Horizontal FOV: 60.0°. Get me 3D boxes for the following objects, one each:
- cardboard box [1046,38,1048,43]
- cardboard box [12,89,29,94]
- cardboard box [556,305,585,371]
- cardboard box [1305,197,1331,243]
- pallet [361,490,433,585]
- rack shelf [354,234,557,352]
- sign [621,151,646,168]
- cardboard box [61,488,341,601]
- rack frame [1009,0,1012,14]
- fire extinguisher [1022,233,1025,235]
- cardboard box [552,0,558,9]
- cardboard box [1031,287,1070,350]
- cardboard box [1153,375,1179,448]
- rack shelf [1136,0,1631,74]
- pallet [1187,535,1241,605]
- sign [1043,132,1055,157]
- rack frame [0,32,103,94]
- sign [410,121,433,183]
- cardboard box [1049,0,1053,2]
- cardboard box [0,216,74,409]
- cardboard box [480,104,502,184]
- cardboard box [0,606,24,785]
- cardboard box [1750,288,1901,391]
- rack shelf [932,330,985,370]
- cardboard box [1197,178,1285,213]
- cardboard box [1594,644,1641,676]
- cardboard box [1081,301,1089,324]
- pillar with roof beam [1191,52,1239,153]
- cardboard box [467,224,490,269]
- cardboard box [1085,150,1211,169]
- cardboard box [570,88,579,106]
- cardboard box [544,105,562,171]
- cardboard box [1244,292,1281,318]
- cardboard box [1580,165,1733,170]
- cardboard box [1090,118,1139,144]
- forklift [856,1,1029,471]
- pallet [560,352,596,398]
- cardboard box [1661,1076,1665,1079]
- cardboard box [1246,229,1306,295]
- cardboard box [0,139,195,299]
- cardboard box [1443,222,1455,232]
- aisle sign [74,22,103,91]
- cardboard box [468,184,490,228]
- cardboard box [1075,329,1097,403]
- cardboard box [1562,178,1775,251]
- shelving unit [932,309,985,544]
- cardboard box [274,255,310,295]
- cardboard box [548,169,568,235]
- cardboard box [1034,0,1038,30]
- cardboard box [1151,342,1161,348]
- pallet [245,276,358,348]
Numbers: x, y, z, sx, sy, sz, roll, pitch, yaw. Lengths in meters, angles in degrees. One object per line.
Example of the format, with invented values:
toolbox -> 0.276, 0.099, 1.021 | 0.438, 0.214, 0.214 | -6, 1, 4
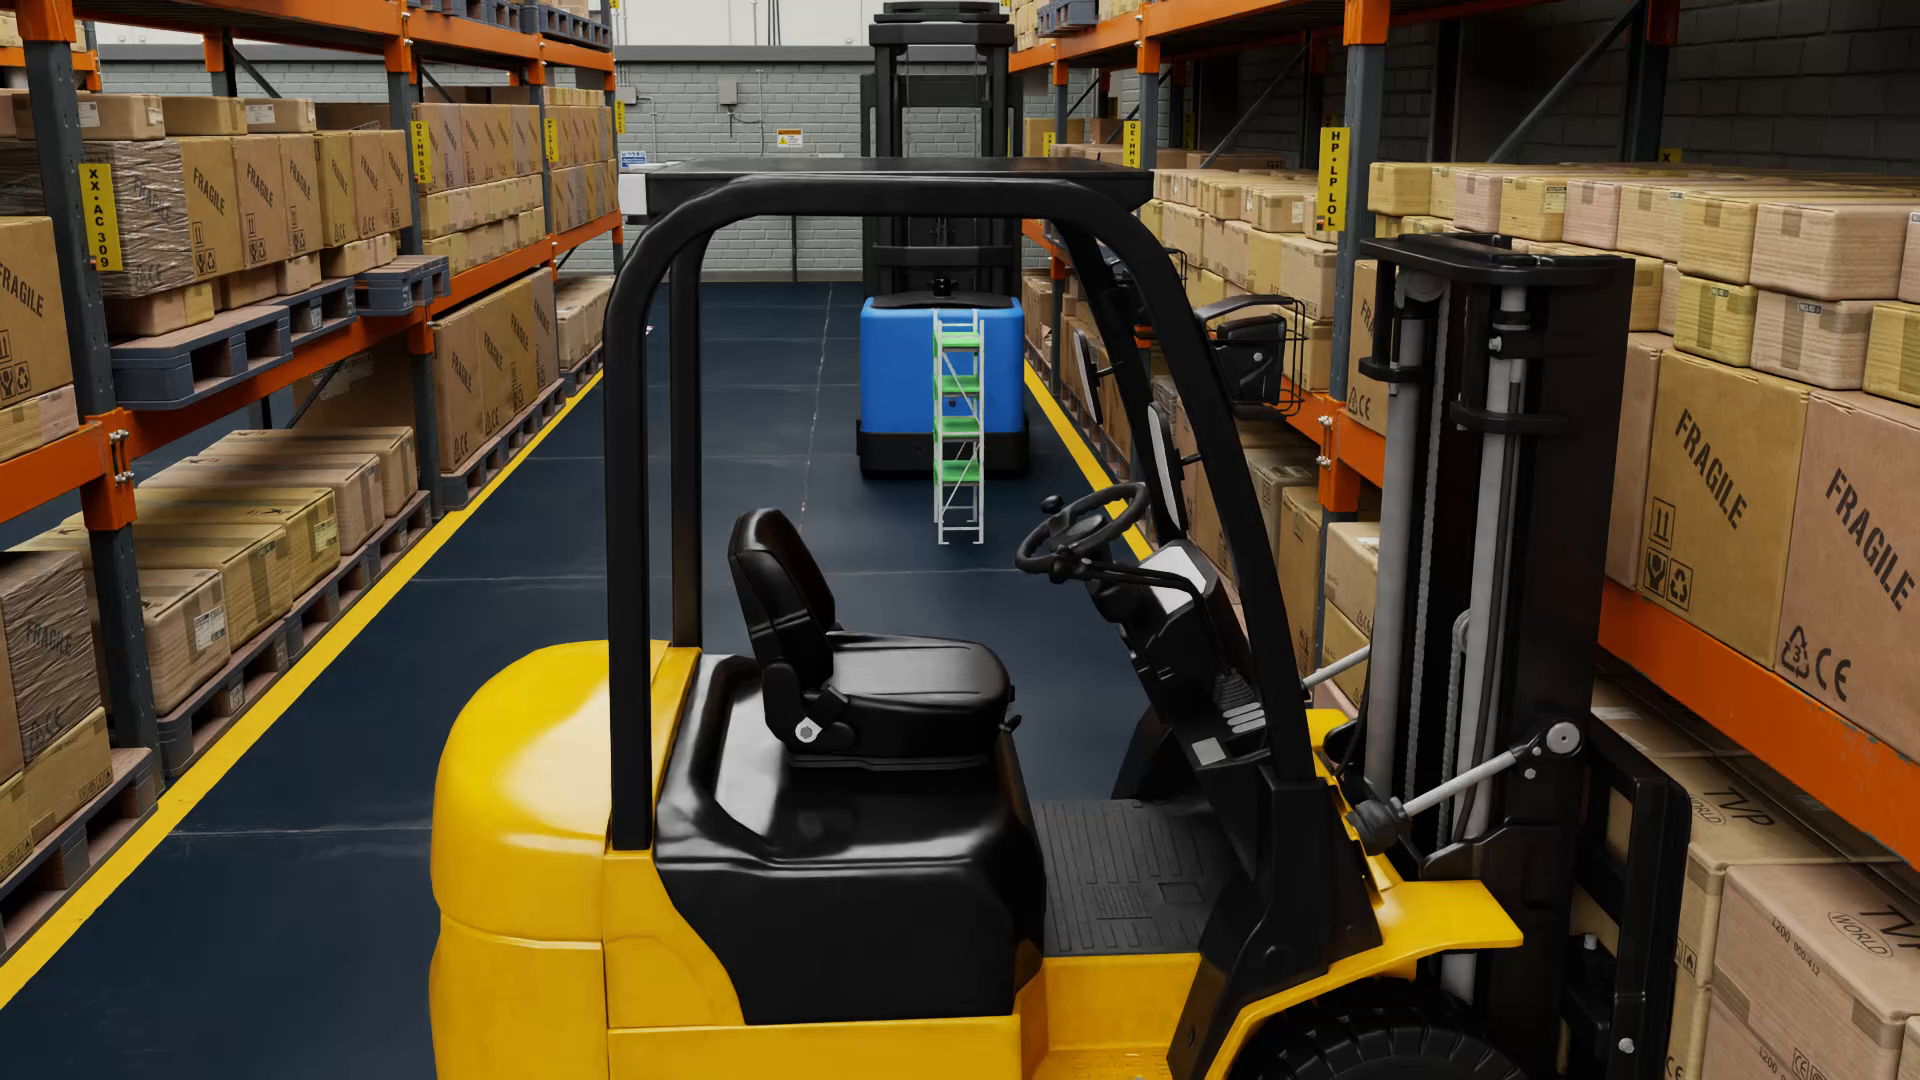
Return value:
cardboard box -> 0.911, -4.182, 13.743 | 0.380, 0.149, 0.250 | 0, 14, -2
cardboard box -> -8.539, -3.765, 14.836 | 0.500, 0.500, 0.500 | 0, 14, -1
cardboard box -> -3.638, -1.681, 13.838 | 0.875, 0.438, 0.875 | -1, 14, -4
cardboard box -> 1.467, -1.156, 5.998 | 0.380, 0.149, 0.250 | -1, 14, -4
pallet -> -3.411, -0.021, 8.683 | 1.003, 0.211, 1.213 | -1, 14, -3
rack shelf -> -3.582, -1.715, 11.114 | 1.077, 0.370, 4.000 | -1, 14, -3
sign -> -4.378, -5.102, 22.295 | 0.327, 0.218, 0.001 | -1, 14, -3
cardboard box -> -3.338, 0.016, 7.373 | 0.950, 0.372, 0.625 | 0, 14, -2
rack frame -> 1.000, -6.538, 16.378 | 1.000, 3.000, 0.127 | -1, 14, -3
fire extinguisher -> 0.530, -3.444, 17.296 | 0.296, 0.674, 0.183 | -1, 14, -3
cardboard box -> -3.911, -4.843, 14.947 | 0.500, 0.311, 0.500 | -1, 14, -2
cardboard box -> 1.022, -2.001, 14.956 | 0.700, 0.500, 0.500 | -1, 14, -6
cardboard box -> 1.521, -0.541, 9.032 | 0.875, 0.625, 0.625 | 0, 14, -2
rack shelf -> 1.620, -2.250, 7.175 | 1.077, 0.370, 4.000 | -1, 14, -3
pallet -> 1.581, 0.215, 7.765 | 1.003, 0.211, 1.213 | -1, 14, -3
sign -> 0.707, -3.047, 13.111 | 0.100, 0.325, 0.005 | -1, 14, -3
rack frame -> -8.888, -3.454, 16.429 | 1.000, 3.000, 0.127 | -1, 14, -3
sign -> -2.917, -2.099, 8.998 | 0.100, 0.325, 0.005 | -1, 14, -3
cardboard box -> 0.870, -4.140, 12.539 | 0.380, 0.149, 0.250 | -1, 14, -3
cardboard box -> -2.934, -0.657, 4.761 | 0.500, 0.500, 0.500 | -1, 14, -5
cardboard box -> -3.329, -2.602, 10.913 | 0.500, 0.500, 0.500 | -1, 14, -3
cardboard box -> -2.872, 0.464, 4.374 | 0.500, 0.500, 0.500 | -1, 14, -2
cardboard box -> 1.622, -0.354, 2.880 | 0.380, 0.149, 0.250 | -1, 14, -5
rack shelf -> -0.010, -1.025, 8.933 | 0.258, 0.148, 0.480 | -1, 14, -3
cardboard box -> 1.312, -1.601, 7.727 | 0.380, 0.149, 0.250 | -1, 14, -2
cardboard box -> 1.525, 0.372, 4.230 | 0.500, 0.250, 0.500 | 0, 14, -2
cardboard box -> 1.126, -1.720, 12.564 | 0.380, 0.149, 0.250 | -2, 15, -6
pillar with roof beam -> -2.192, -5.664, 12.980 | 9.100, 9.000, 0.400 | -1, 14, -3
cardboard box -> -3.313, -1.876, 10.601 | 0.500, 0.250, 0.500 | 0, 14, -2
cardboard box -> 1.210, -2.300, 10.894 | 0.797, 0.503, 0.637 | -1, 14, -5
cardboard box -> -3.542, -3.869, 14.534 | 0.380, 0.149, 0.250 | -1, 14, -3
cardboard box -> -3.494, -3.215, 13.295 | 0.500, 0.500, 0.500 | -1, 14, -3
cardboard box -> 1.415, -0.822, 6.502 | 0.500, 0.250, 0.500 | -1, 14, -4
cardboard box -> 2.039, -1.017, 4.860 | 0.380, 0.149, 0.250 | -1, 14, -5
cardboard box -> 1.421, -3.447, 14.603 | 0.500, 0.500, 0.500 | -1, 14, -5
forklift -> -0.125, -2.161, 11.543 | 1.130, 2.935, 3.031 | 0, 14, -1
pallet -> -3.675, -1.400, 14.045 | 1.003, 0.211, 1.213 | -1, 14, -3
cardboard box -> 1.604, 1.114, 3.351 | 0.500, 0.250, 0.500 | -1, 14, -3
cardboard box -> 1.419, -1.064, 6.439 | 0.500, 0.250, 0.500 | -1, 14, -5
cardboard box -> -2.953, -1.088, 5.593 | 0.500, 0.500, 0.500 | -1, 14, -2
cardboard box -> 1.563, -0.799, 4.609 | 0.380, 0.149, 0.250 | -1, 14, -4
aisle sign -> -8.593, -4.735, 16.194 | 0.394, 0.787, 0.004 | -1, 14, -3
cardboard box -> -3.292, -2.118, 10.534 | 0.500, 0.250, 0.500 | -1, 14, -4
cardboard box -> 1.123, -1.250, 12.040 | 0.500, 0.500, 0.500 | -1, 14, -5
cardboard box -> 1.626, -0.752, 3.829 | 0.380, 0.149, 0.250 | -1, 14, -4
shelving unit -> -0.010, -0.622, 9.037 | 0.258, 1.200, 0.503 | -1, 14, -3
cardboard box -> -2.982, -1.119, 7.018 | 0.380, 0.149, 0.250 | 0, 14, -1
cardboard box -> -3.473, -2.729, 13.414 | 0.500, 0.500, 0.500 | 0, 14, -2
cardboard box -> 0.905, -4.535, 14.316 | 0.500, 0.250, 0.500 | -1, 14, -2
cardboard box -> 1.165, -1.136, 10.295 | 0.380, 0.149, 0.250 | -2, 15, -6
pallet -> -3.294, -0.981, 7.204 | 1.003, 0.211, 1.213 | -1, 14, -3
